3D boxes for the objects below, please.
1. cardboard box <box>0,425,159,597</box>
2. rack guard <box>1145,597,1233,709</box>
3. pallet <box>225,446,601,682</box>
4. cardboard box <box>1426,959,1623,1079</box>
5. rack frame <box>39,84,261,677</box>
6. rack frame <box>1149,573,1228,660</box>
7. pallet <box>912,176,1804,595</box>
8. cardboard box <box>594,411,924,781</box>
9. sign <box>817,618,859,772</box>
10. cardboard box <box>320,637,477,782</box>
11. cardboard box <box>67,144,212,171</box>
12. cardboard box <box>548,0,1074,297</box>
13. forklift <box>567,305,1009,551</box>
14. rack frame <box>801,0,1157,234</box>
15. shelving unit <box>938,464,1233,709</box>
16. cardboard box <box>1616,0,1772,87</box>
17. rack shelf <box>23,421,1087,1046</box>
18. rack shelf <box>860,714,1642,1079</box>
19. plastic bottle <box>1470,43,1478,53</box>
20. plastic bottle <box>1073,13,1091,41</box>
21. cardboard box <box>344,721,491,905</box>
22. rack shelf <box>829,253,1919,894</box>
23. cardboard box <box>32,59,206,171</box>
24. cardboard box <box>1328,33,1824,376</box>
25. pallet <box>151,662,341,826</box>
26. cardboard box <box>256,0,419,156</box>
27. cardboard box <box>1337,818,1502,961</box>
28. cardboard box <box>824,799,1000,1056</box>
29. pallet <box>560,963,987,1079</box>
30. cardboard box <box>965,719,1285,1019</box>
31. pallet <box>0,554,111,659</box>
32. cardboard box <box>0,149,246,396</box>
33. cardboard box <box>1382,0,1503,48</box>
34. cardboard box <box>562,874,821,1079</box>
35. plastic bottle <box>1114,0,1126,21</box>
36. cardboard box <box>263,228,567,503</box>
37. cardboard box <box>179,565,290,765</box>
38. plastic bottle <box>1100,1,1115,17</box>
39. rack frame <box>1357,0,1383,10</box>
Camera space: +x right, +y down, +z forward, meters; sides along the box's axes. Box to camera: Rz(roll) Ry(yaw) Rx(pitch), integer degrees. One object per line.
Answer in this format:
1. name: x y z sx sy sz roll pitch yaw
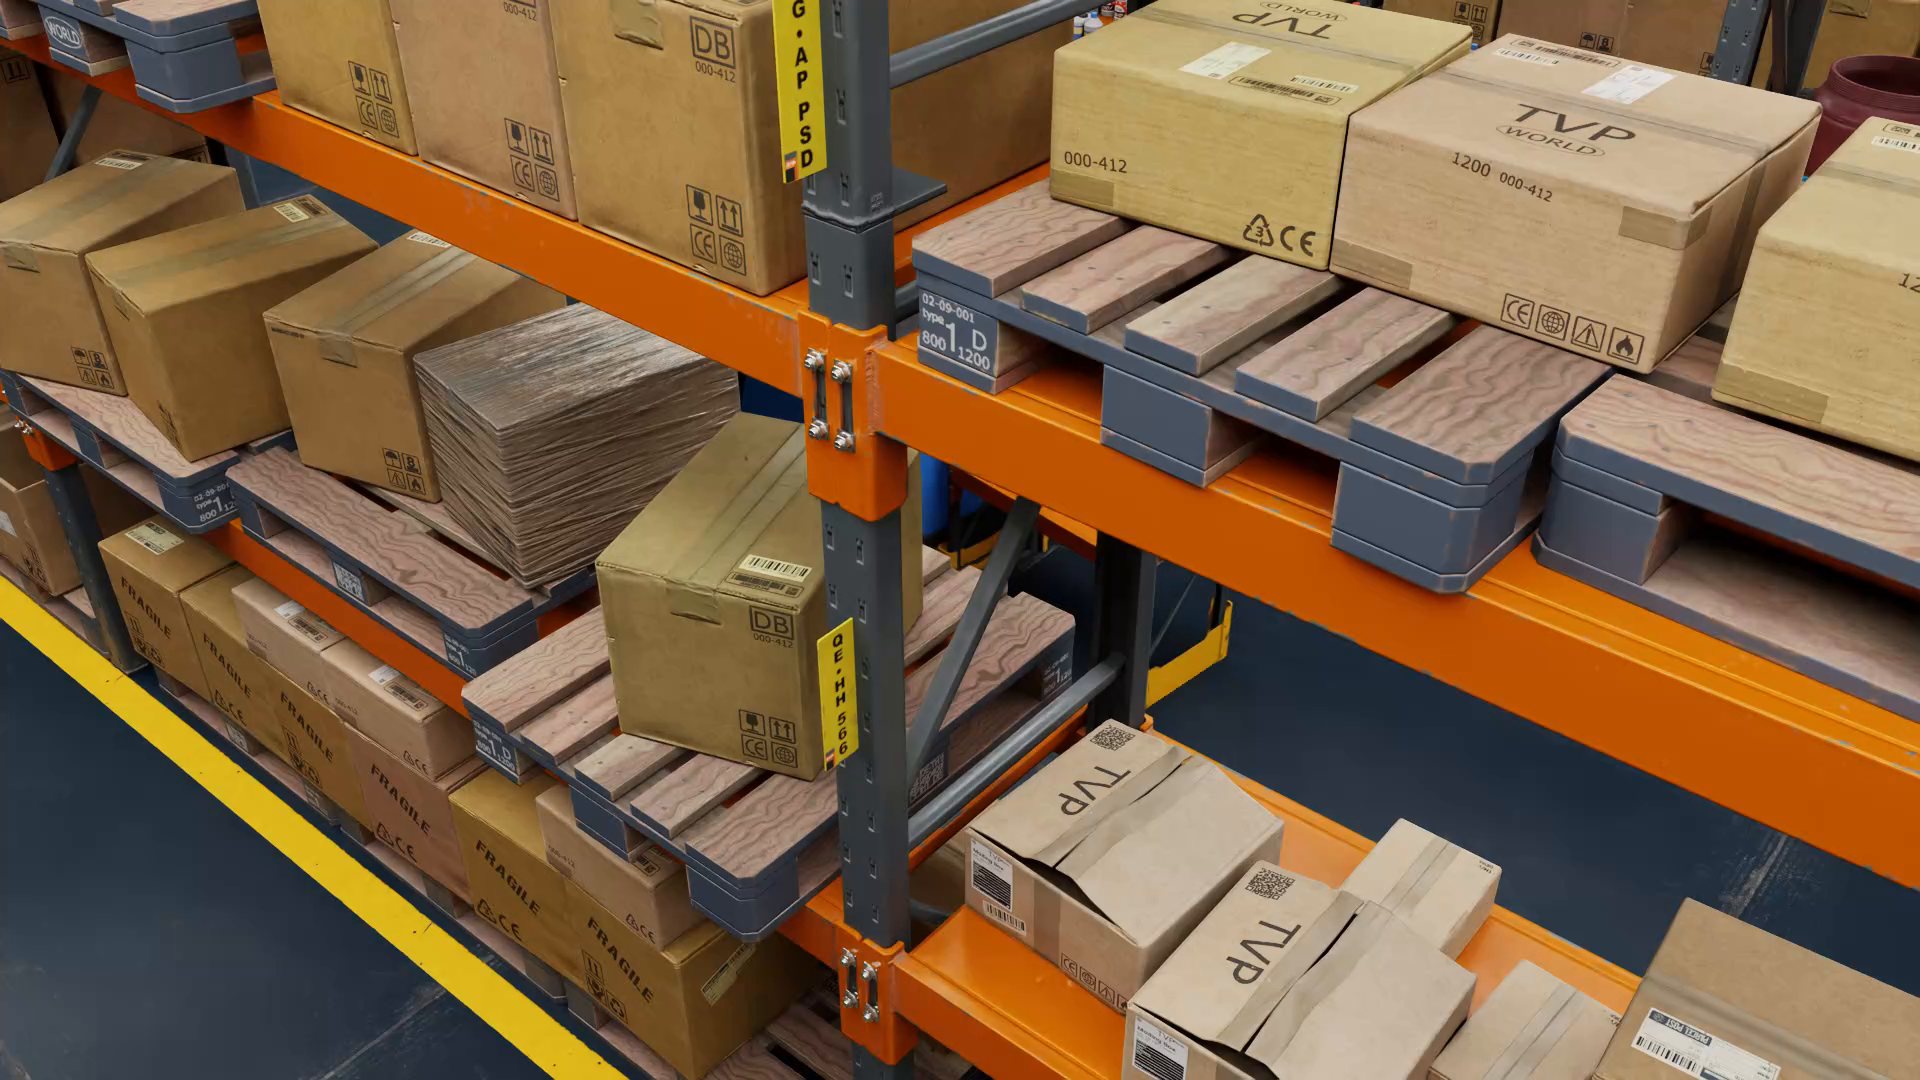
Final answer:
1. cardboard box: -3.585 -0.177 6.678 0.500 0.500 0.500 25 42 32
2. rack guard: 0.823 0.447 6.379 0.587 0.250 0.087 -28 43 -34
3. pallet: -1.389 -0.118 4.941 1.213 0.211 1.003 25 42 32
4. cardboard box: 1.124 1.047 3.298 0.250 0.149 0.380 29 44 35
5. rack frame: -2.966 -0.943 5.974 0.127 3.000 1.000 25 42 32
6. rack frame: 0.836 -0.060 6.013 0.500 1.500 0.032 -28 43 -34
7. pallet: 0.687 -0.446 2.767 1.003 0.211 1.213 27 43 34
8. cardboard box: -0.448 0.112 3.978 0.500 0.500 0.700 12 36 17
9. sign: -0.232 0.301 3.210 0.005 0.325 0.100 25 42 32
10. cardboard box: -1.596 0.422 5.143 0.500 0.250 0.500 24 41 31
11. cardboard box: -3.183 -1.288 6.387 0.500 0.500 0.500 26 42 33
12. cardboard box: -0.249 -0.915 3.195 0.500 0.500 0.910 25 42 32
13. forklift: -0.875 -1.740 7.195 1.130 2.935 3.031 -28 43 -34
14. rack frame: 0.108 -1.967 2.166 0.127 3.000 1.000 25 42 32
15. shelving unit: 0.484 -0.275 6.325 0.587 1.500 1.083 -28 43 -34
16. cardboard box: 5.252 -3.685 11.473 0.875 0.875 1.225 25 42 32
17. rack shelf: -1.429 0.078 5.123 4.000 0.370 1.077 25 42 32
18. rack shelf: 1.645 1.527 3.013 4.000 0.370 1.077 25 42 32
19. plastic bottle: 2.447 -2.246 7.984 0.097 0.271 0.097 0 34 0
20. plastic bottle: 0.599 -2.580 8.466 0.135 0.276 0.152 25 42 32
21. cardboard box: -1.566 0.743 5.338 0.500 0.500 0.500 24 41 30
22. rack shelf: 1.645 0.290 2.164 4.000 0.370 1.077 25 42 32
23. cardboard box: -3.148 -1.690 6.089 0.500 0.500 0.500 26 42 33
24. cardboard box: 0.907 -0.520 2.470 0.500 0.250 0.500 26 42 33
25. pallet: -2.317 0.485 6.358 1.213 0.211 1.003 25 42 32
26. cardboard box: -1.040 -1.289 3.739 0.500 0.500 0.910 25 42 32
27. cardboard box: 0.976 0.815 3.636 0.250 0.149 0.380 25 42 32
28. cardboard box: -0.059 1.065 4.868 0.500 0.500 0.500 27 43 34
29. pallet: -0.442 1.368 5.071 1.213 0.211 1.003 25 42 32
30. cardboard box: 0.360 0.693 3.670 0.500 0.311 0.500 28 43 35
31. pallet: -3.493 -0.043 7.126 1.213 0.211 1.003 25 42 32
32. cardboard box: -2.745 -0.889 5.435 0.500 0.500 0.700 12 36 17
33. cardboard box: 3.880 -4.326 12.405 0.875 0.875 1.225 25 42 32
34. cardboard box: -0.761 1.118 4.792 0.500 0.500 0.500 27 43 34
35. plastic bottle: 0.886 -2.908 9.010 0.097 0.201 0.097 0 34 0
36. cardboard box: -1.569 -0.544 4.934 0.500 0.500 0.700 15 37 20
37. cardboard box: -2.333 0.375 5.873 0.500 0.500 0.500 26 42 32
38. plastic bottle: 0.822 -2.983 9.119 0.097 0.201 0.097 0 34 0
39. rack frame: 3.375 -5.252 12.248 0.127 3.000 1.000 25 42 32
